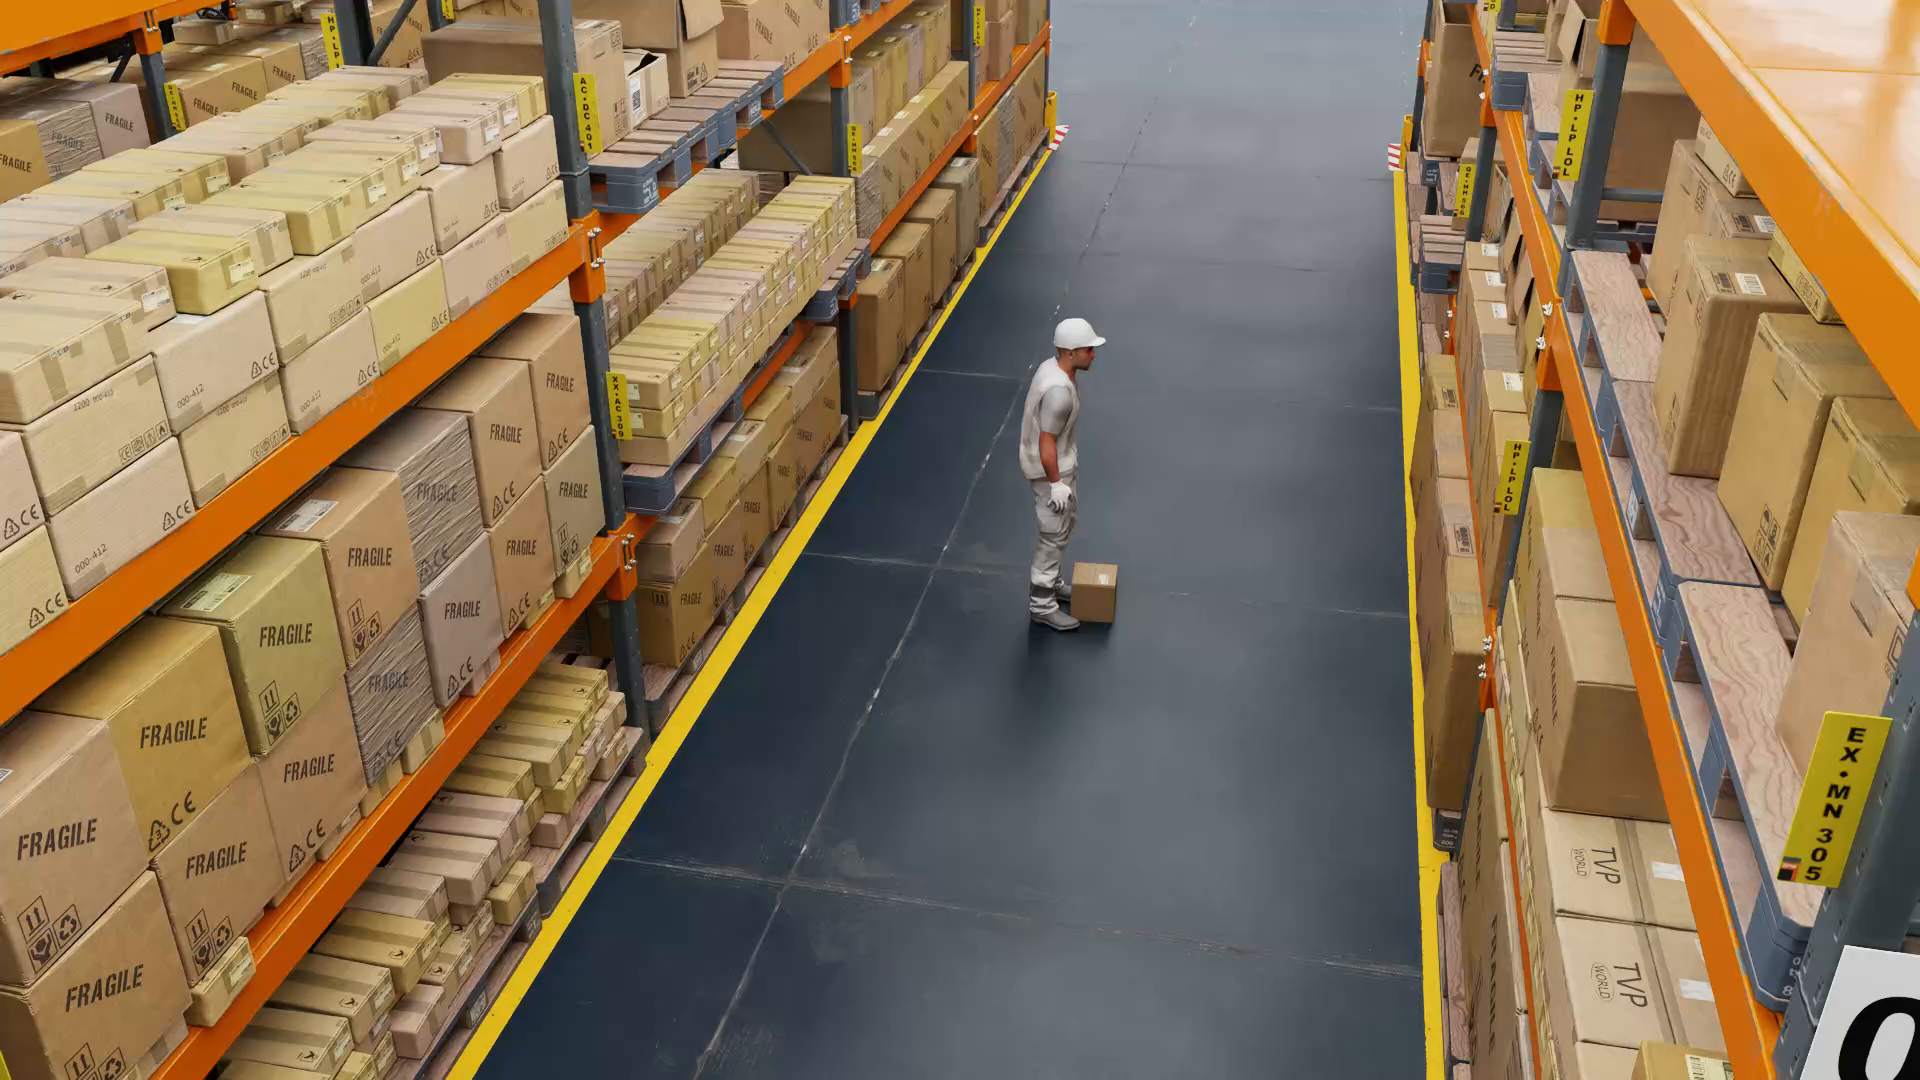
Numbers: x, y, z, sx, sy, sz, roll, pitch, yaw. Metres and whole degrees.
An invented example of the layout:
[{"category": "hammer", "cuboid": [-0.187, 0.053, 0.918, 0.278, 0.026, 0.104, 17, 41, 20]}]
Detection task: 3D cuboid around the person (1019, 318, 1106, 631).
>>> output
[{"category": "person", "cuboid": [0.559, -0.395, 9.334, 0.449, 1.779, 0.619, 4, 29, 8]}]
